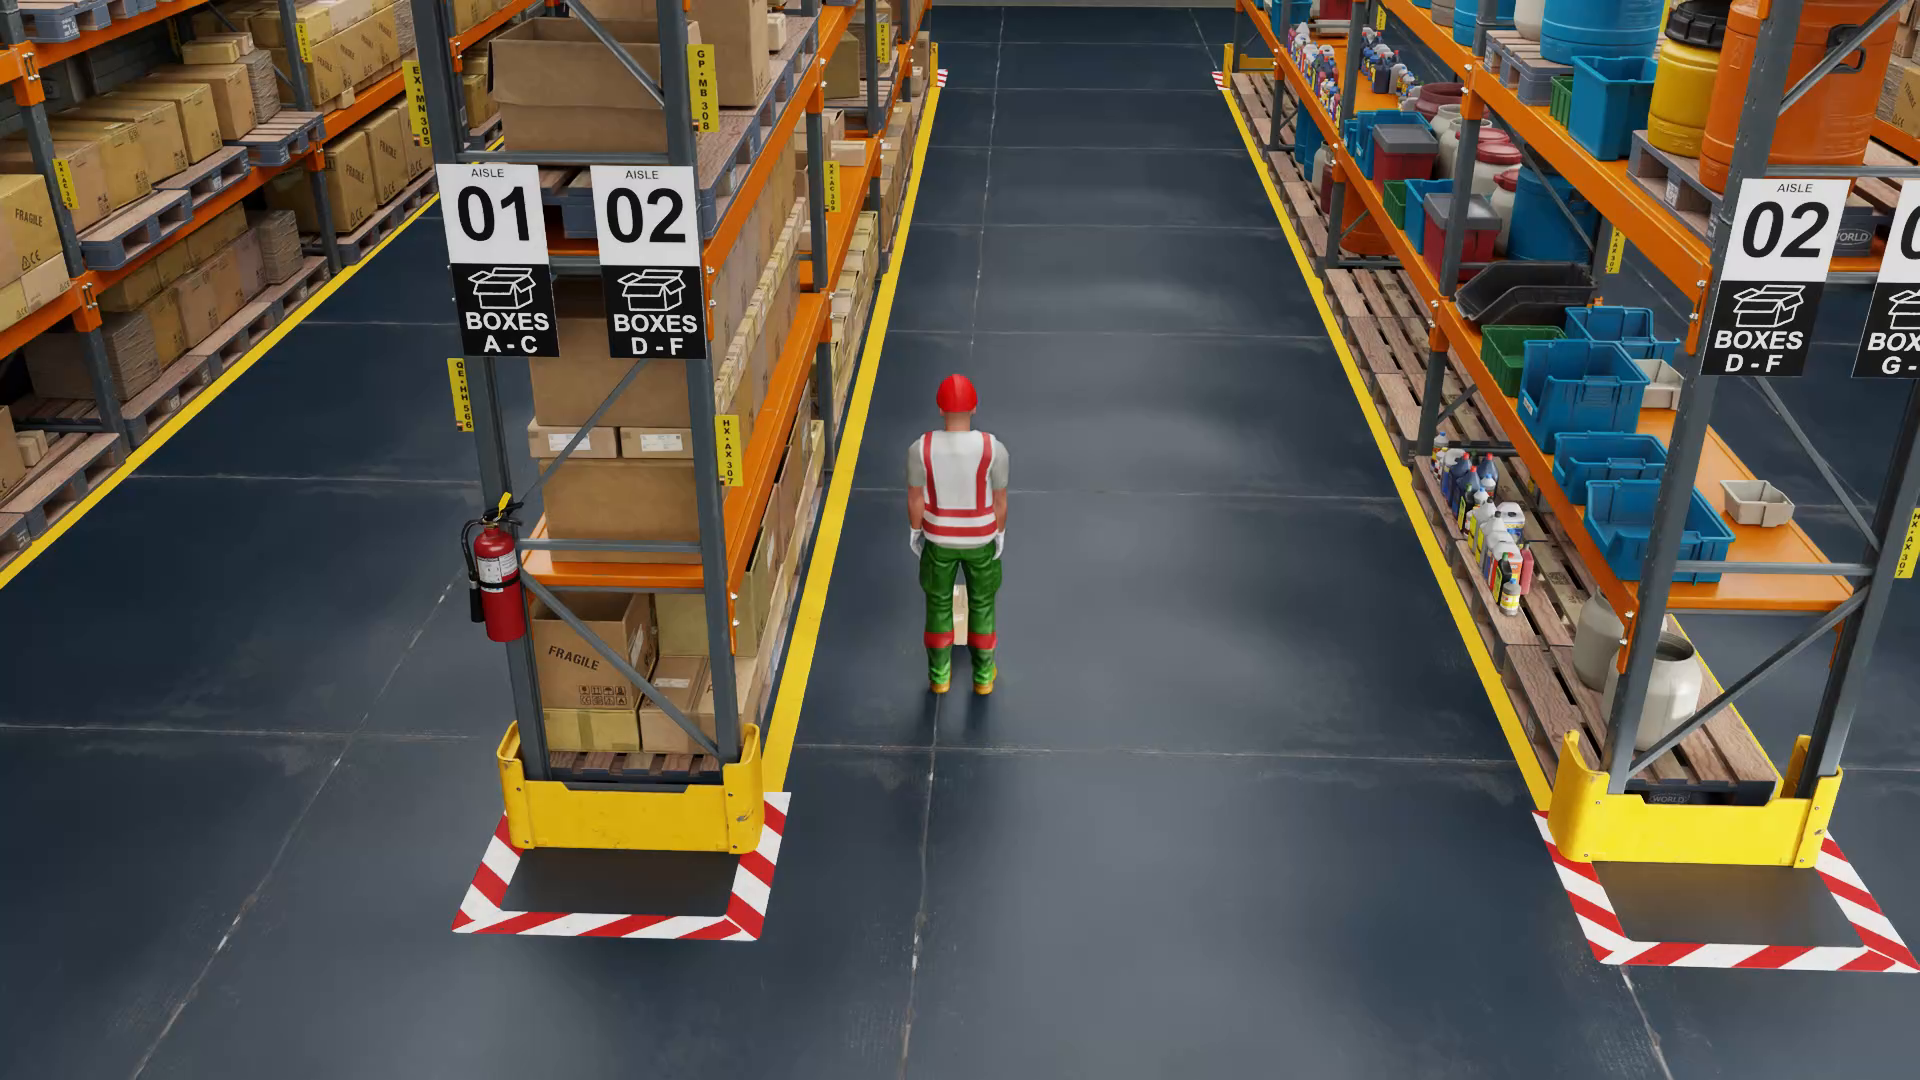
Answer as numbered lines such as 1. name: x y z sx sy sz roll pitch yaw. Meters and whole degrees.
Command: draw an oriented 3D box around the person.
1. person: -0.010 -0.021 8.638 0.525 1.783 0.338 1 28 3
